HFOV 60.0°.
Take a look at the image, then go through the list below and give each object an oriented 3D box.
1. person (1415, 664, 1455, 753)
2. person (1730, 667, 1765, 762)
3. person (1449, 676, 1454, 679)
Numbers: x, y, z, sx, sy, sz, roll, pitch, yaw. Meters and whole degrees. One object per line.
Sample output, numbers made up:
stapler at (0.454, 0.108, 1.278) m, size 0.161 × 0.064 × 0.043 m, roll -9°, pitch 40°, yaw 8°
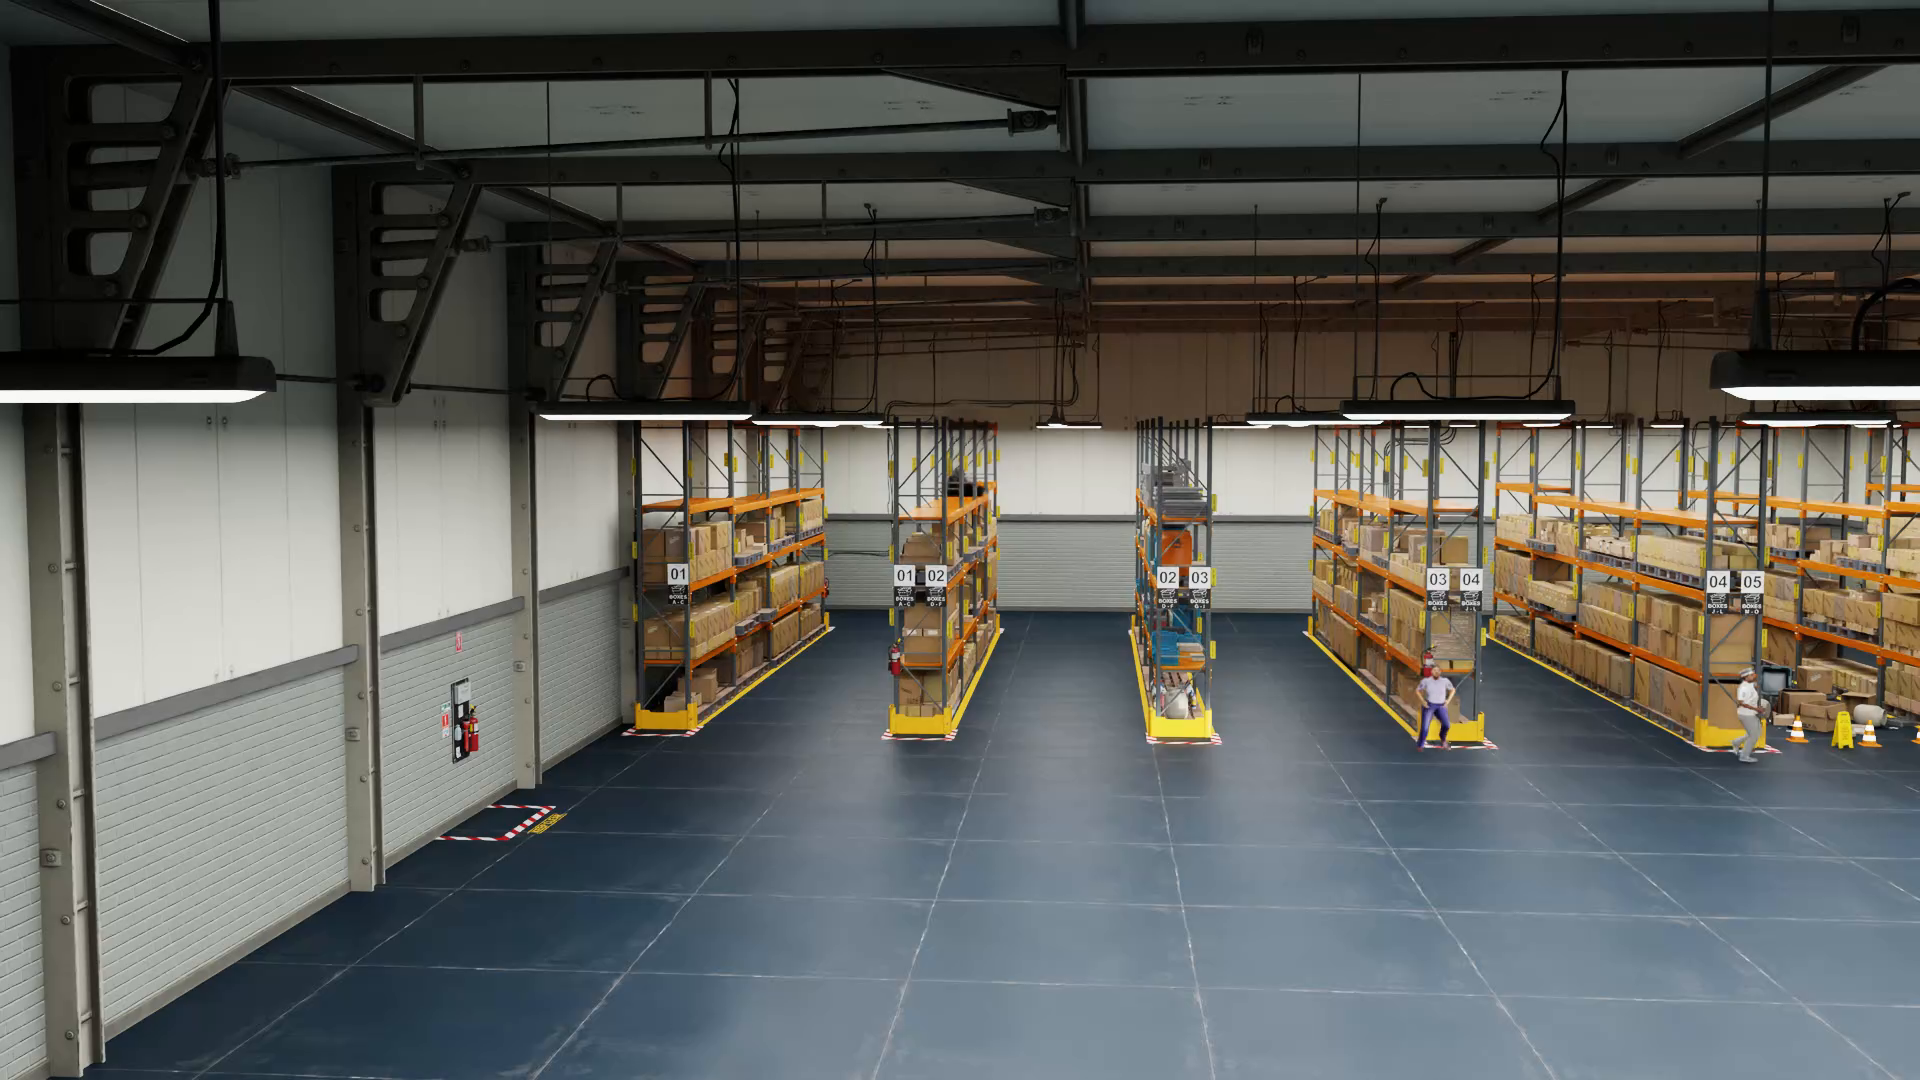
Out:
person at (8.477, 3.013, 29.603) m, size 0.708 × 1.595 × 0.573 m, roll 0°, pitch 4°, yaw 2°
person at (13.664, 3.015, 28.783) m, size 0.545 × 1.651 × 0.579 m, roll 3°, pitch 5°, yaw 35°
person at (11.293, 2.316, 38.550) m, size 0.655 × 1.834 × 0.748 m, roll 1°, pitch 4°, yaw 8°
